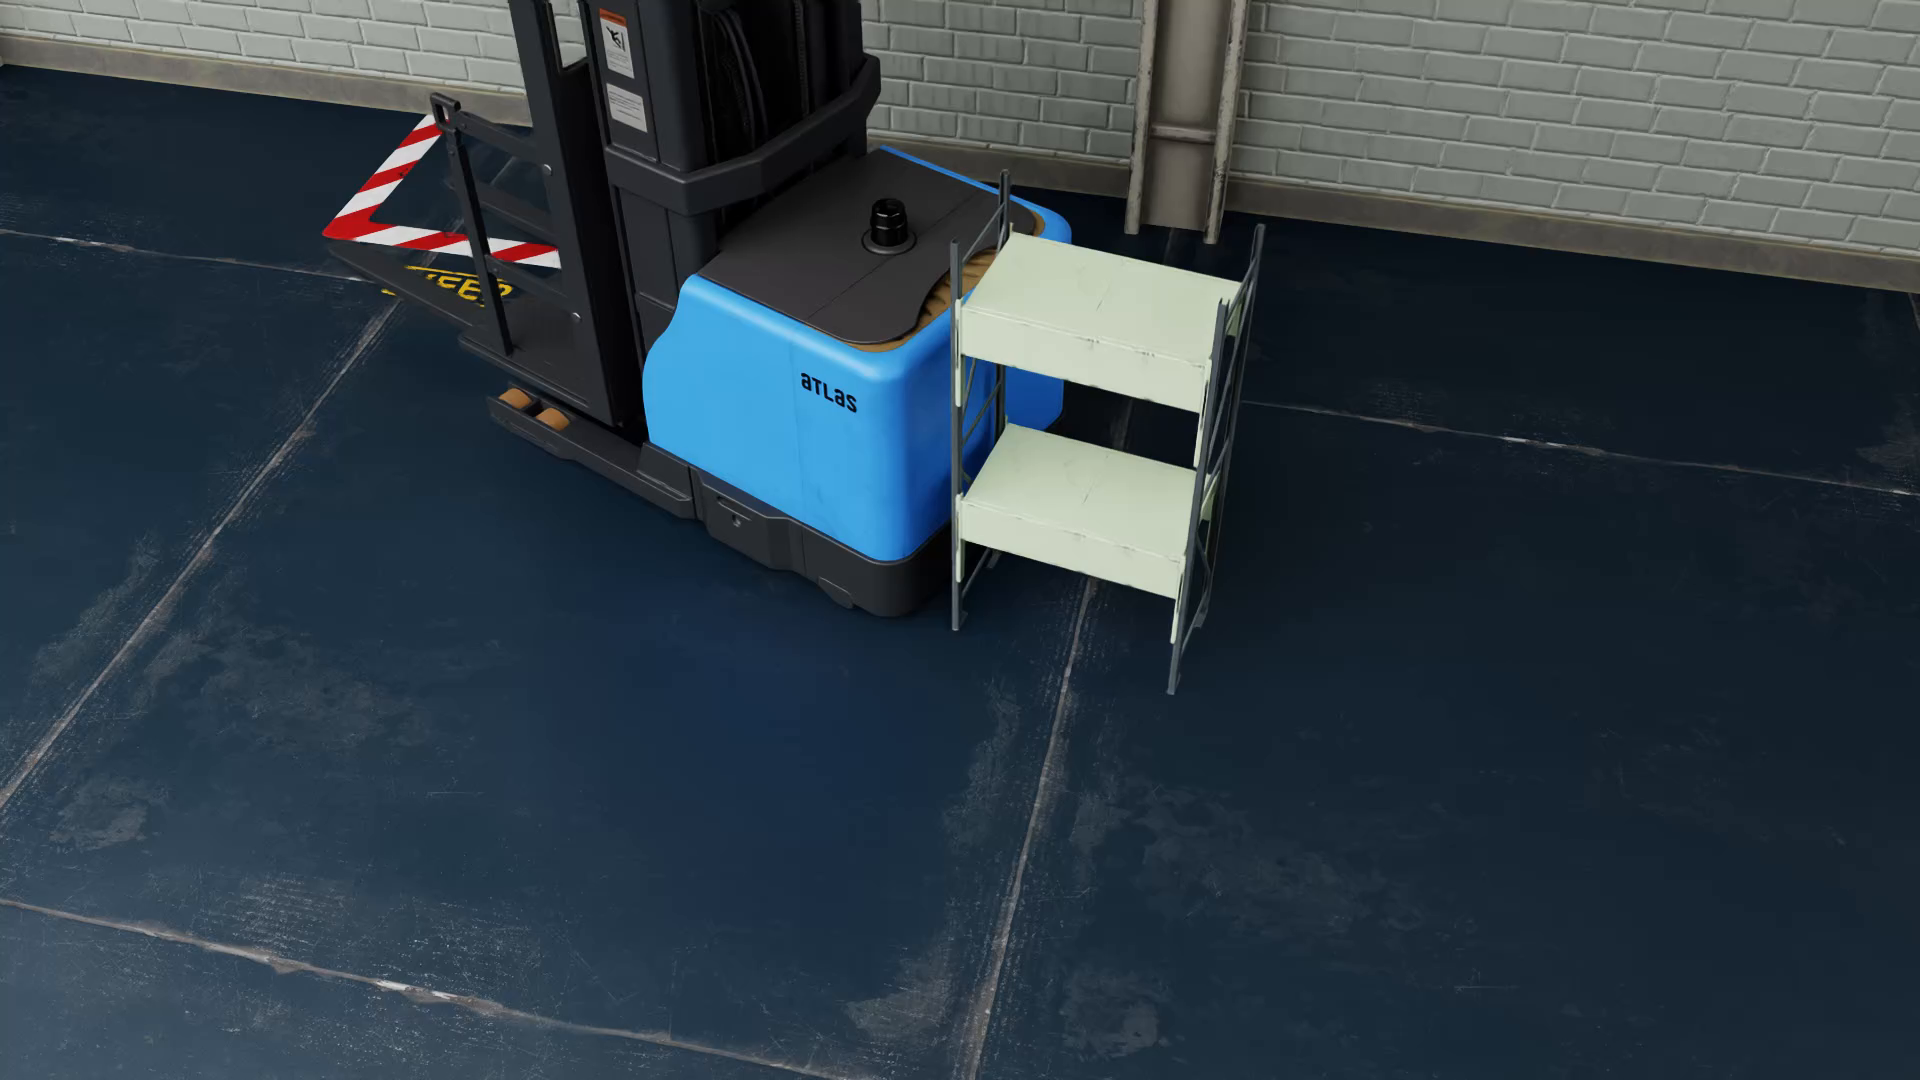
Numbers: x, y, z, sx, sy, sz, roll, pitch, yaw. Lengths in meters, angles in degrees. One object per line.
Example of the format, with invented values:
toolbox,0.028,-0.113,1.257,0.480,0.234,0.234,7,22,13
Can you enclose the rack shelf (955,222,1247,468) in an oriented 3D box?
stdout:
rack shelf,0.398,-0.557,4.685,0.720,0.370,0.431,16,46,16

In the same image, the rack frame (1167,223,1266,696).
rack frame,0.737,-0.181,4.857,0.023,1.500,0.400,16,46,16

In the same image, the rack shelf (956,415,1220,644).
rack shelf,0.398,-0.041,5.181,0.720,0.370,0.431,16,46,16

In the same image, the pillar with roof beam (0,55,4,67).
pillar with roof beam,-5.866,-2.625,1.988,0.400,9.000,9.100,9,45,9

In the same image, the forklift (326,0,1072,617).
forklift,-1.118,-1.637,5.338,3.031,2.935,1.130,27,50,25

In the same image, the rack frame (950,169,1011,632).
rack frame,0.058,-0.371,5.054,0.023,1.500,0.400,16,46,16

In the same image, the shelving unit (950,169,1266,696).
shelving unit,0.398,-0.276,4.955,0.755,1.500,0.431,16,46,16

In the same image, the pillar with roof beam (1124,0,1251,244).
pillar with roof beam,-0.011,-1.716,1.044,0.400,9.000,9.100,9,45,9
